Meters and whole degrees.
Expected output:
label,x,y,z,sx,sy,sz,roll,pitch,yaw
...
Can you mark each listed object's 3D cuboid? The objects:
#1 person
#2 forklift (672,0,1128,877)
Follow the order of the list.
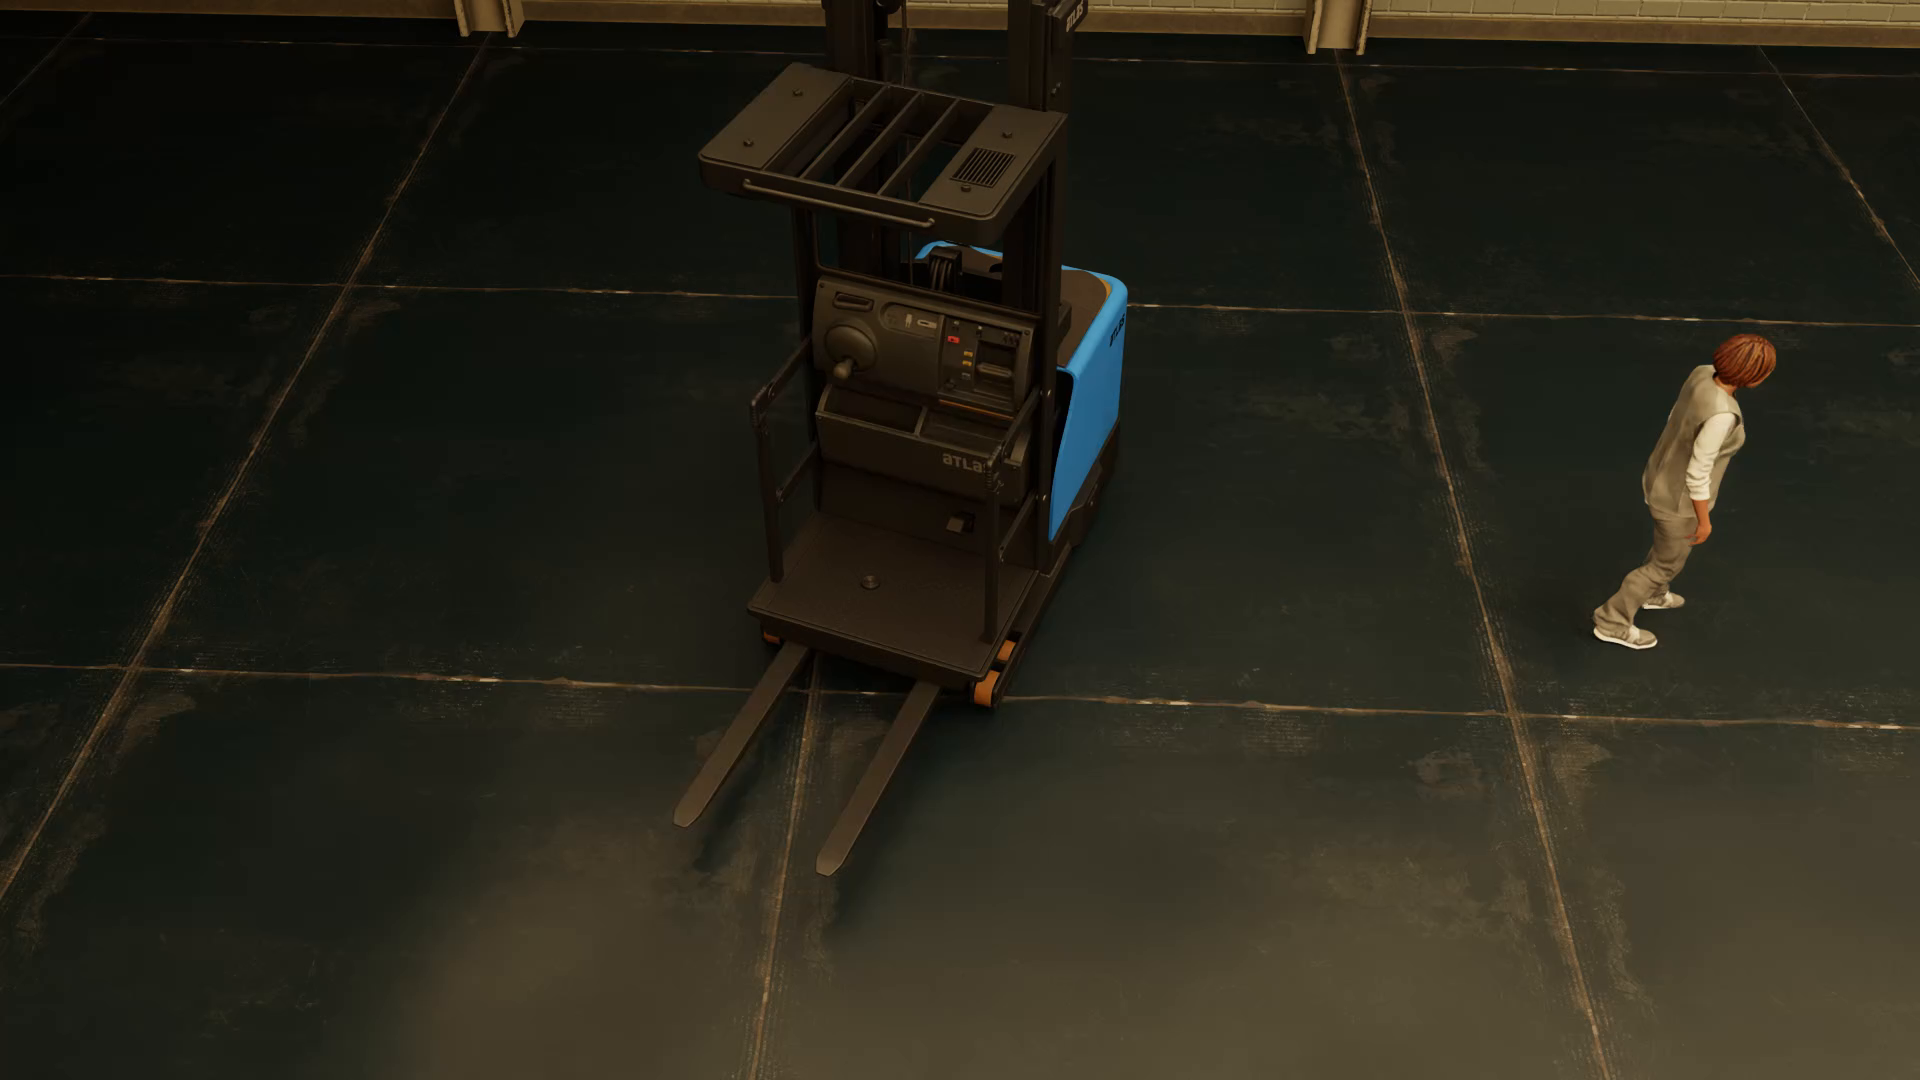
label,x,y,z,sx,sy,sz,roll,pitch,yaw
person,3.052,-0.185,6.963,0.447,1.611,0.489,9,43,9
forklift,-0.234,-0.691,6.499,1.130,2.935,3.031,15,45,16
